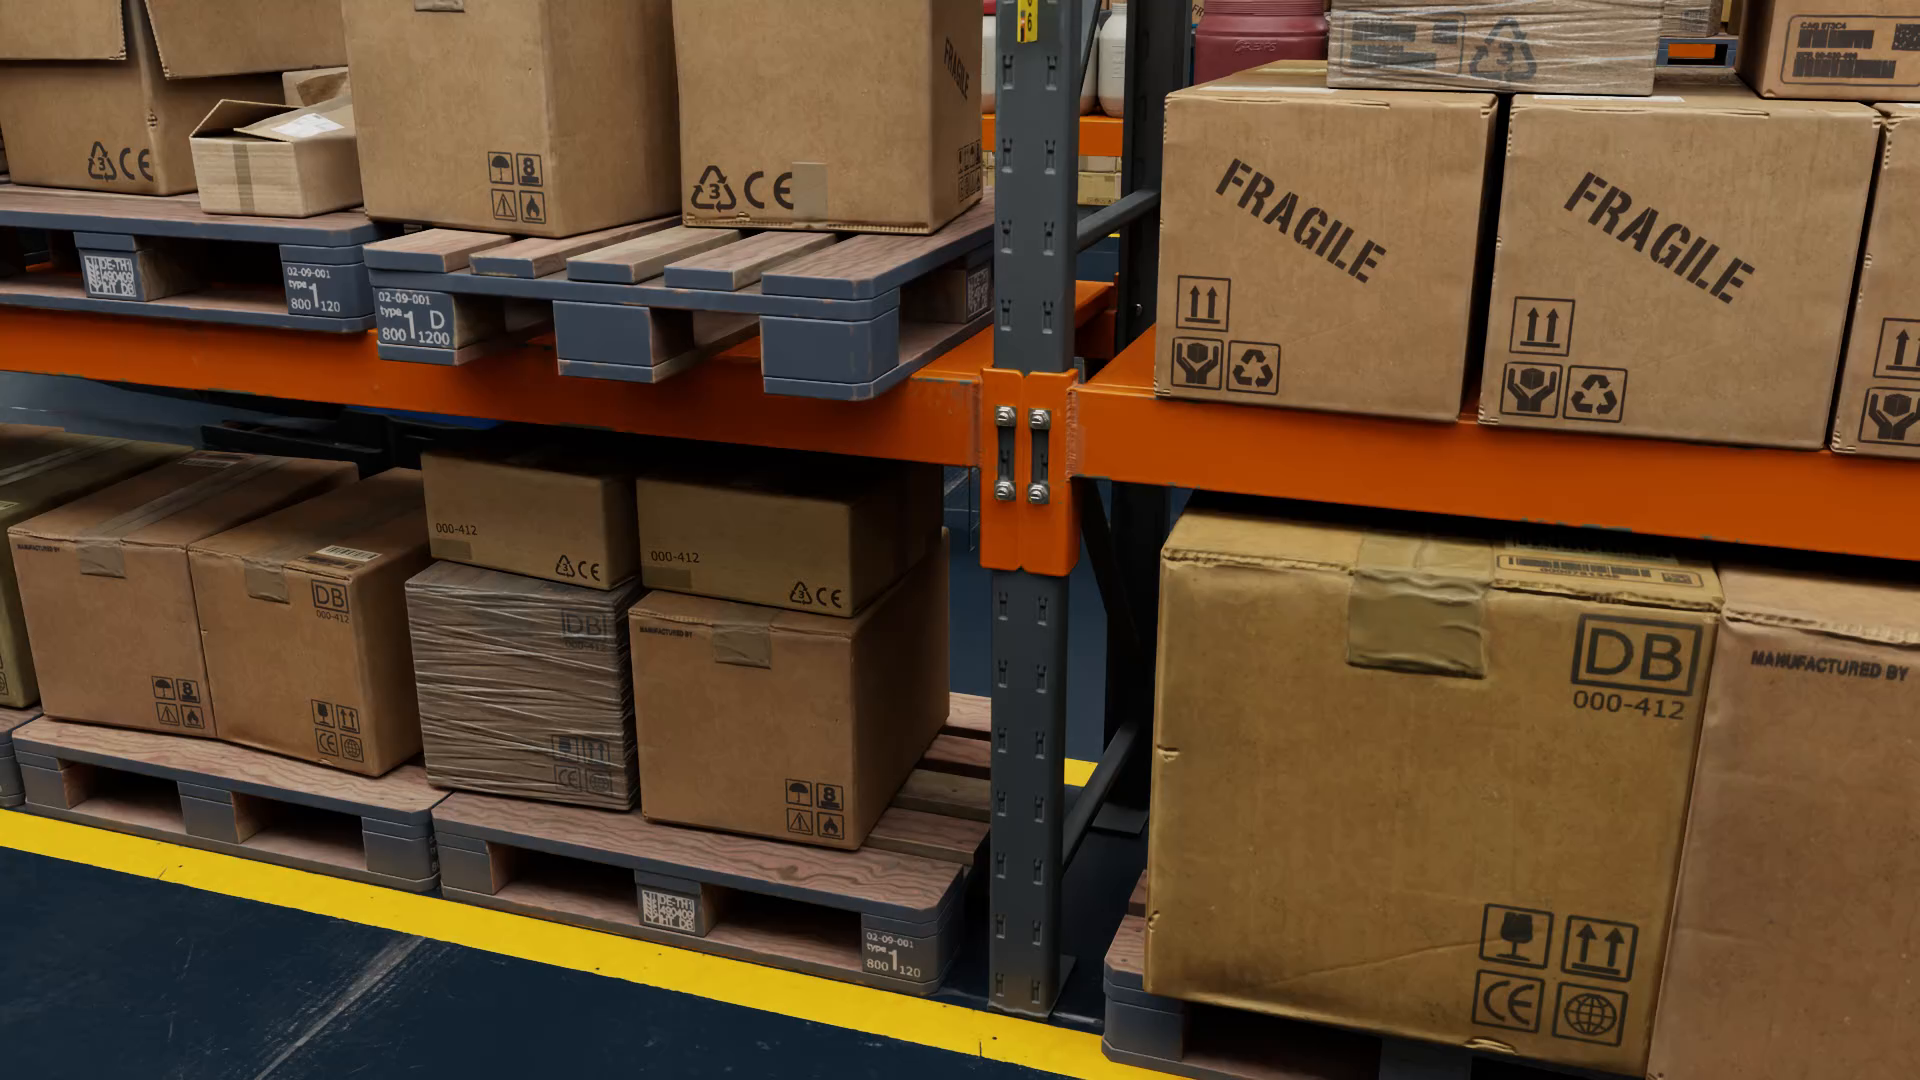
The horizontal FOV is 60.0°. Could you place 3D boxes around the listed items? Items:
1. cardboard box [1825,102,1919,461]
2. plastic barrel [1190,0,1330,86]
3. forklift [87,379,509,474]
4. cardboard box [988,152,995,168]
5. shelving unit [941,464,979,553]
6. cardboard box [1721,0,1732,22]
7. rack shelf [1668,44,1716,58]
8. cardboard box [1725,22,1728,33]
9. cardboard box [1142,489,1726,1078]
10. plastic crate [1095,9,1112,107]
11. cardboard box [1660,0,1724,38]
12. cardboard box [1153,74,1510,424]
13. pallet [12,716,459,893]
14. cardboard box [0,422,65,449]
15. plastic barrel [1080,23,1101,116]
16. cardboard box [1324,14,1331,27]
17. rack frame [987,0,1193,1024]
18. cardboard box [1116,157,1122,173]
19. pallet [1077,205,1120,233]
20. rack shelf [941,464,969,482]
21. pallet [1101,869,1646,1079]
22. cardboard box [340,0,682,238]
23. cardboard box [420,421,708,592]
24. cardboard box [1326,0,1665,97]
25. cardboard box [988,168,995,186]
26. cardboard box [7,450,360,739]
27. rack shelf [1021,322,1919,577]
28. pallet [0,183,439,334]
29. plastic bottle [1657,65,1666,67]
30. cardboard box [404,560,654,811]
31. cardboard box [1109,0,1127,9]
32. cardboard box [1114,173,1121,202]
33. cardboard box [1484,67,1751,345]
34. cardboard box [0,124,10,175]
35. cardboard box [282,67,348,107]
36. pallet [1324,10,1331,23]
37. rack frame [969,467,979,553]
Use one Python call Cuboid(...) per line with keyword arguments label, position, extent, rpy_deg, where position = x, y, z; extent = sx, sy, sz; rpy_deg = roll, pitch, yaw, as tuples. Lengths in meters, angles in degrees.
Cuboid(label="cardboard box", position=(1.622, -0.416, 2.561), extent=(0.500, 0.500, 0.500), rpy_deg=(6, 20, 17))
Cuboid(label="plastic barrel", position=(1.366, -2.175, 7.553), extent=(0.708, 0.536, 0.600), rpy_deg=(7, 20, 18))
Cuboid(label="forklift", position=(-2.624, -1.832, 6.879), extent=(3.031, 2.935, 1.130), rpy_deg=(9, 21, 25))
Cuboid(label="cardboard box", position=(0.534, -3.114, 13.140), extent=(0.500, 0.311, 0.500), rpy_deg=(6, 20, 17))
Cuboid(label="shelving unit", position=(-0.014, -0.568, 5.883), extent=(0.189, 1.200, 0.258), rpy_deg=(7, 20, 18))
Cuboid(label="cardboard box", position=(6.985, -5.133, 15.612), extent=(0.500, 0.500, 0.500), rpy_deg=(7, 20, 20))
Cuboid(label="rack shelf", position=(7.044, -4.680, 16.038), extent=(4.000, 0.370, 1.077), rpy_deg=(7, 20, 18))
Cuboid(label="cardboard box", position=(7.336, -4.794, 15.623), extent=(0.250, 0.149, 0.380), rpy_deg=(6, 20, 17))
Cuboid(label="cardboard box", position=(0.924, 0.271, 3.332), extent=(0.875, 0.875, 1.225), rpy_deg=(6, 20, 16))
Cuboid(label="plastic crate", position=(0.478, -2.455, 8.465), extent=(0.583, 0.464, 0.402), rpy_deg=(7, 20, 18))
Cuboid(label="cardboard box", position=(4.966, -3.749, 11.485), extent=(0.500, 0.500, 0.700), rpy_deg=(11, 22, 28))
Cuboid(label="cardboard box", position=(0.649, -0.525, 2.875), extent=(0.500, 0.500, 0.500), rpy_deg=(7, 20, 20))
Cuboid(label="pallet", position=(-1.608, 0.484, 4.366), extent=(1.213, 0.211, 1.003), rpy_deg=(7, 20, 18))
Cuboid(label="cardboard box", position=(-2.927, -0.002, 4.653), extent=(0.500, 0.500, 0.700), rpy_deg=(5, 20, 14))
Cuboid(label="plastic barrel", position=(0.464, -2.298, 7.943), extent=(0.421, 0.512, 0.421), rpy_deg=(0, 19, 0))
Cuboid(label="cardboard box", position=(2.752, -3.810, 12.584), extent=(0.500, 0.311, 0.500), rpy_deg=(6, 20, 17))
Cuboid(label="rack frame", position=(0.279, -0.615, 3.284), extent=(0.127, 3.000, 1.000), rpy_deg=(7, 20, 18))
Cuboid(label="cardboard box", position=(1.516, -3.004, 12.825), extent=(0.500, 0.311, 0.500), rpy_deg=(7, 20, 20))
Cuboid(label="pallet", position=(1.620, -2.612, 13.248), extent=(1.213, 0.211, 1.003), rpy_deg=(7, 20, 18))
Cuboid(label="rack shelf", position=(-0.014, -0.300, 5.977), extent=(0.180, 0.103, 0.258), rpy_deg=(7, 20, 18))
Cuboid(label="pallet", position=(0.999, 0.810, 3.432), extent=(1.213, 0.211, 1.003), rpy_deg=(7, 20, 18))
Cuboid(label="cardboard box", position=(-0.805, -0.936, 3.414), extent=(0.500, 0.500, 0.700), rpy_deg=(10, 21, 26))
Cuboid(label="cardboard box", position=(-0.868, -0.114, 3.836), extent=(0.500, 0.250, 0.500), rpy_deg=(9, 21, 24))
Cuboid(label="cardboard box", position=(0.964, -1.052, 2.862), extent=(0.637, 0.503, 0.797), rpy_deg=(7, 20, 20))
Cuboid(label="cardboard box", position=(0.537, -2.851, 13.237), extent=(0.500, 0.250, 0.500), rpy_deg=(7, 20, 19))
Cuboid(label="cardboard box", position=(-1.954, 0.116, 4.316), extent=(0.500, 0.500, 0.700), rpy_deg=(5, 20, 13))
Cuboid(label="rack shelf", position=(2.168, -0.060, 2.783), extent=(4.000, 0.370, 1.077), rpy_deg=(7, 20, 18))
Cuboid(label="pallet", position=(-1.605, -0.726, 3.893), extent=(1.213, 0.211, 1.003), rpy_deg=(7, 20, 18))
Cuboid(label="plastic bottle", position=(2.973, -1.849, 7.002), extent=(0.133, 0.283, 0.061), rpy_deg=(7, 20, 18))
Cuboid(label="cardboard box", position=(-0.889, 0.235, 3.974), extent=(0.500, 0.500, 0.700), rpy_deg=(5, 20, 14))
Cuboid(label="cardboard box", position=(1.446, -3.975, 12.771), extent=(0.500, 0.500, 0.500), rpy_deg=(7, 20, 18))
Cuboid(label="cardboard box", position=(1.507, -2.740, 12.920), extent=(0.500, 0.250, 0.500), rpy_deg=(7, 20, 19))
Cuboid(label="cardboard box", position=(1.295, -0.631, 3.176), extent=(0.500, 0.500, 0.500), rpy_deg=(6, 20, 18))
Cuboid(label="cardboard box", position=(-2.795, -1.400, 3.985), extent=(1.000, 1.000, 1.000), rpy_deg=(7, 20, 18))
Cuboid(label="cardboard box", position=(-1.229, -0.995, 3.964), extent=(0.500, 0.250, 0.500), rpy_deg=(6, 20, 17))
Cuboid(label="pallet", position=(3.272, -5.346, 17.148), extent=(1.213, 0.211, 1.003), rpy_deg=(7, 20, 18))
Cuboid(label="rack frame", position=(0.073, -0.558, 5.855), extent=(0.006, 1.200, 0.240), rpy_deg=(7, 20, 18))
